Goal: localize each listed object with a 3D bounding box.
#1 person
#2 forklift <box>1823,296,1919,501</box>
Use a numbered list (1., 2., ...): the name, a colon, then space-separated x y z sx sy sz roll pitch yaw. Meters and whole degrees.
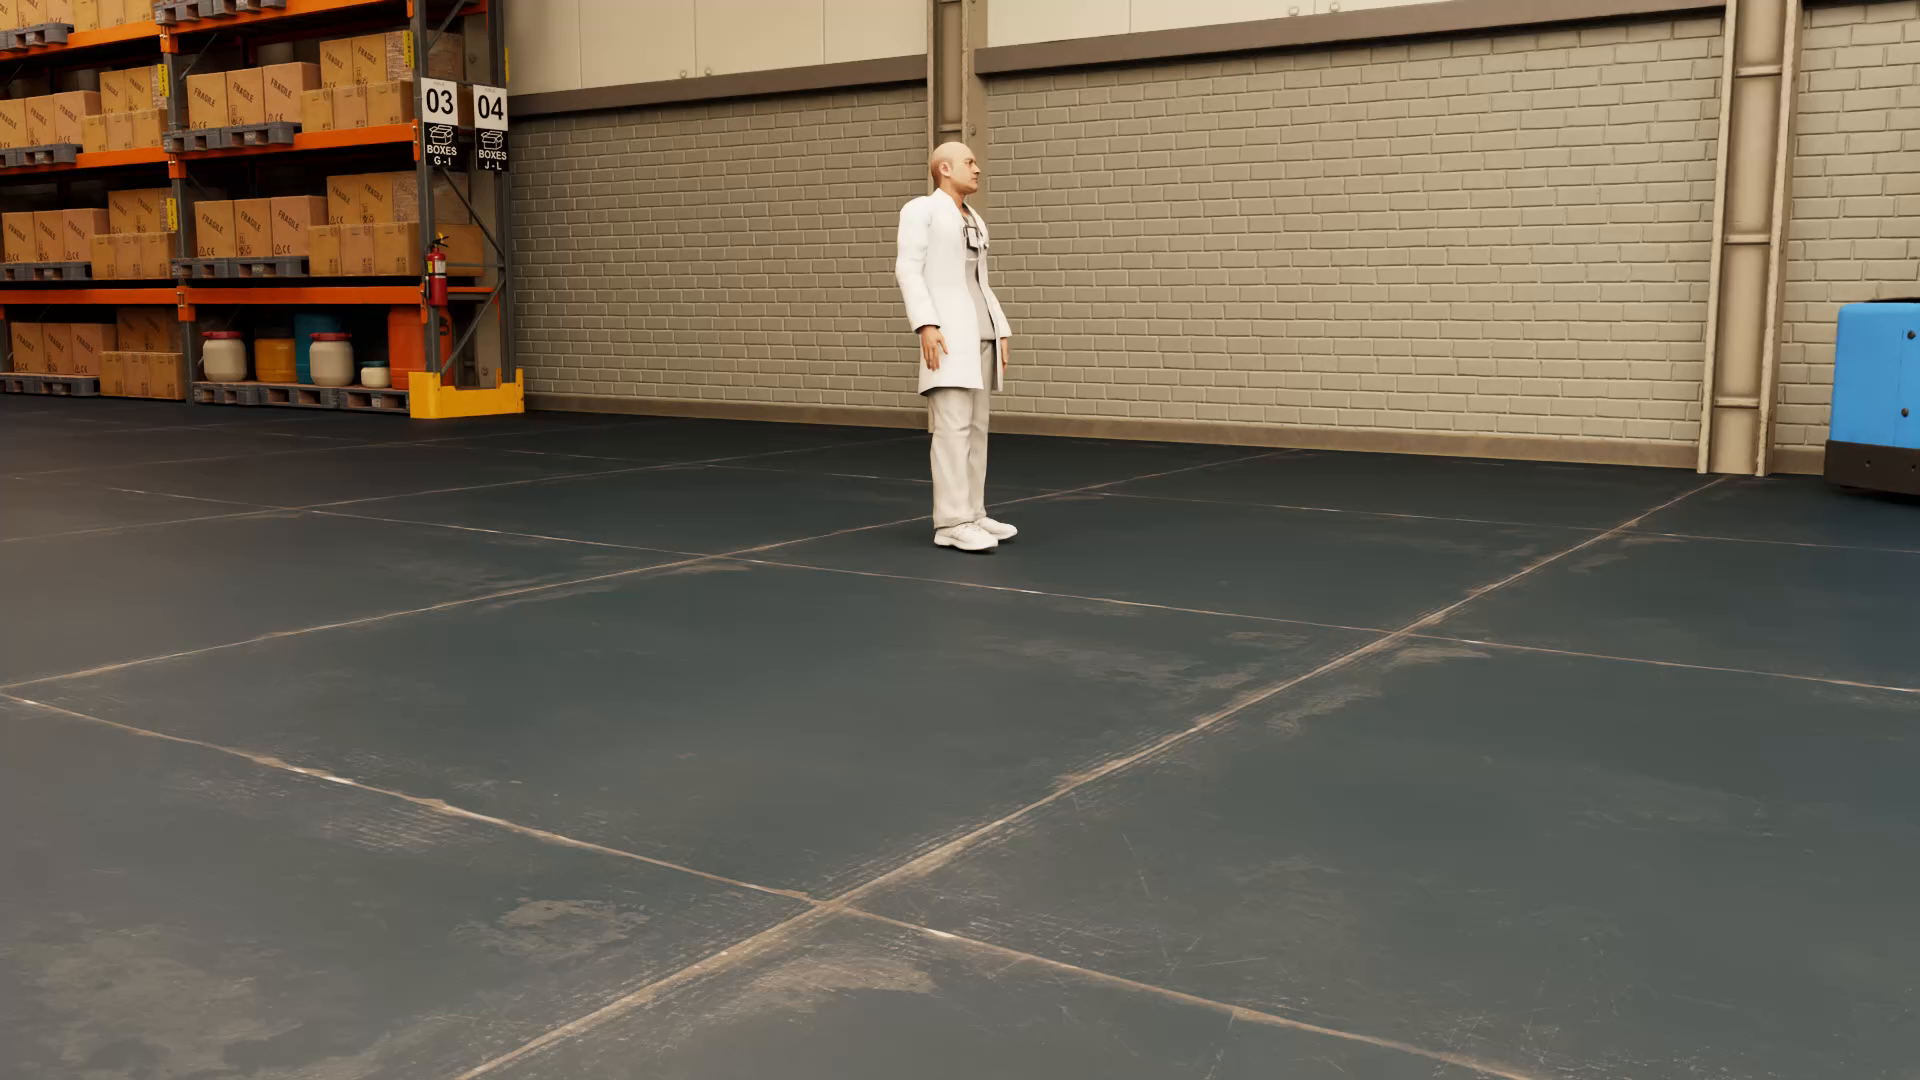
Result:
1. person: 0.072 -0.879 7.424 0.581 1.775 0.696 5 10 34
2. forklift: 6.436 -1.697 9.128 3.031 2.935 1.130 -2 8 -16
